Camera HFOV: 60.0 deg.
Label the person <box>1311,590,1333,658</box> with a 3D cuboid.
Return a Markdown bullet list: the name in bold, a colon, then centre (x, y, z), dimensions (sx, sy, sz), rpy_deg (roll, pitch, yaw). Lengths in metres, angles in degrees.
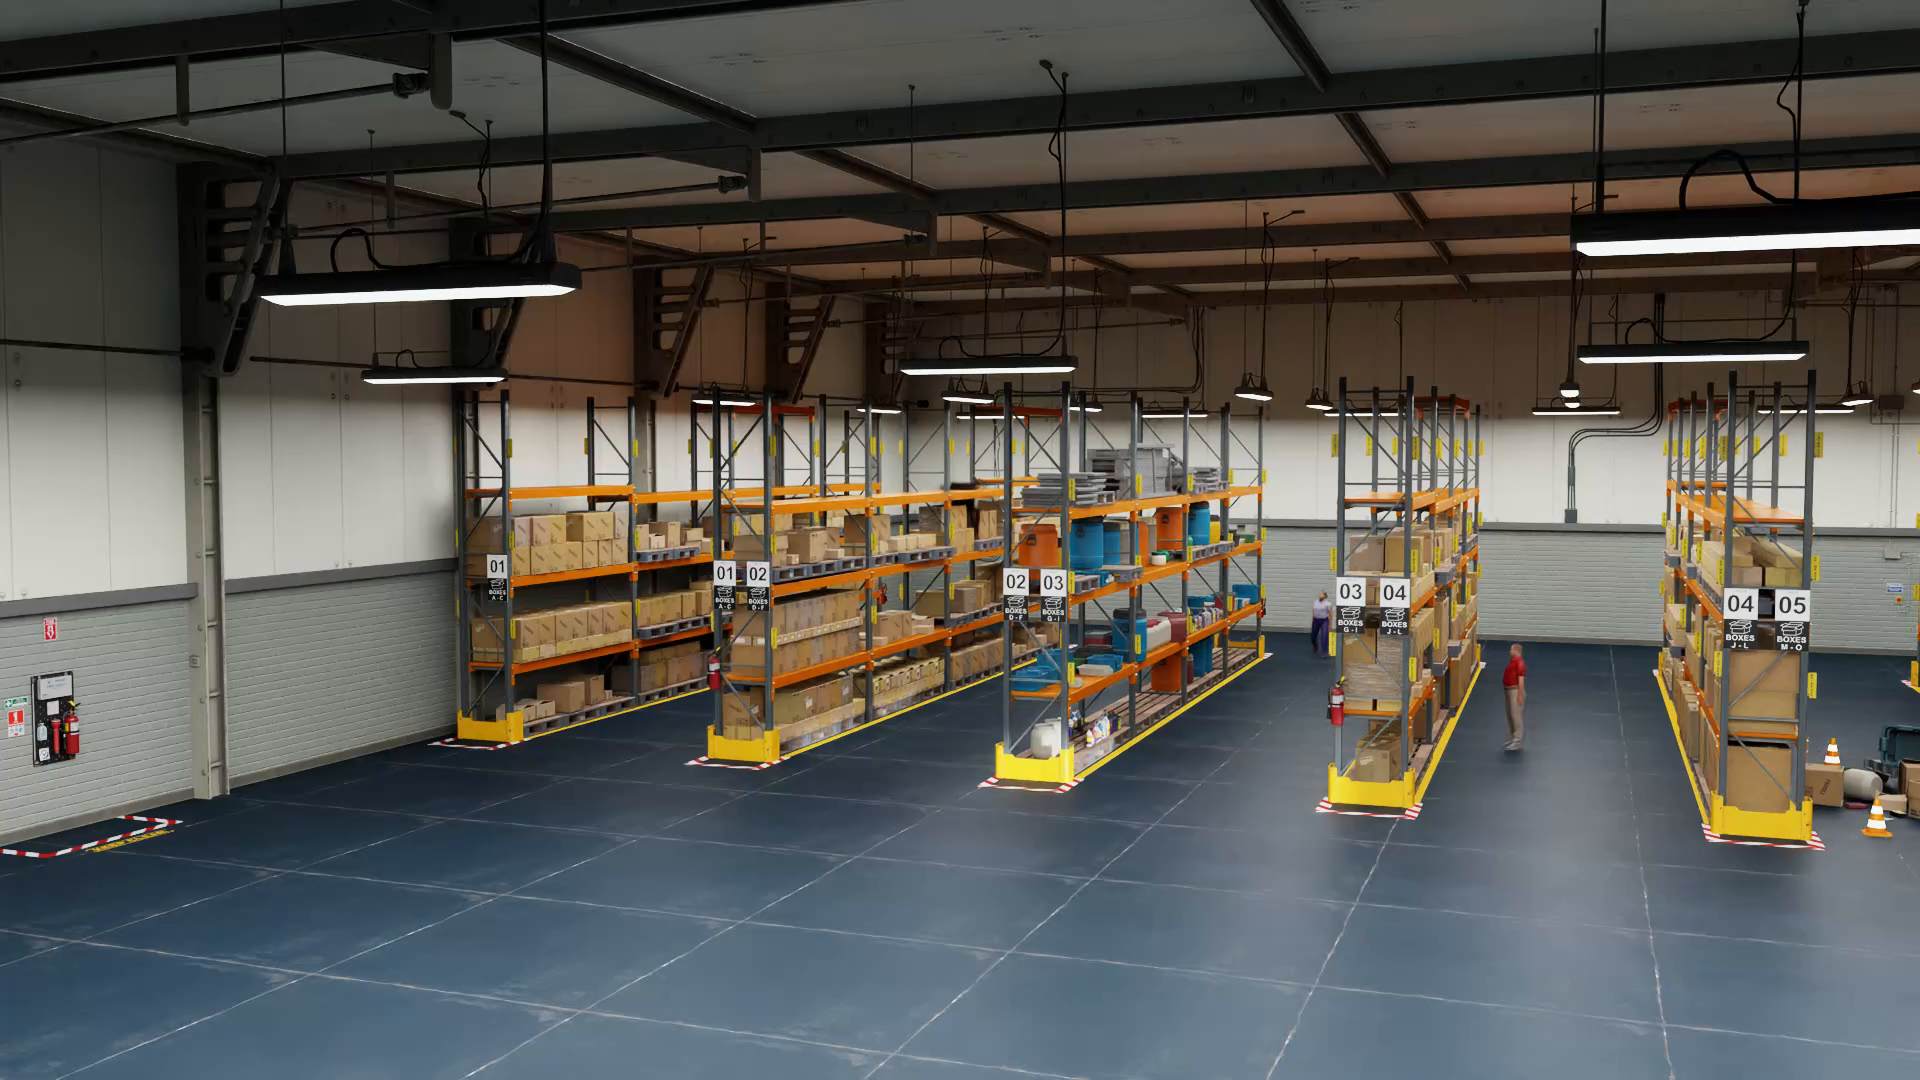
- **person**: centre (8.665, 2.003, 39.795), dimensions (0.510, 1.592, 0.665), rpy_deg (1, 3, 18)

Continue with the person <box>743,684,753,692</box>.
- **person**: centre (-3.912, 2.506, 30.579), dimensions (0.390, 1.592, 0.431), rpy_deg (-2, 4, -36)

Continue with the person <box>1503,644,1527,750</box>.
- **person**: centre (9.259, 2.611, 27.847), dimensions (0.444, 1.744, 0.629), rpy_deg (0, 3, -2)
